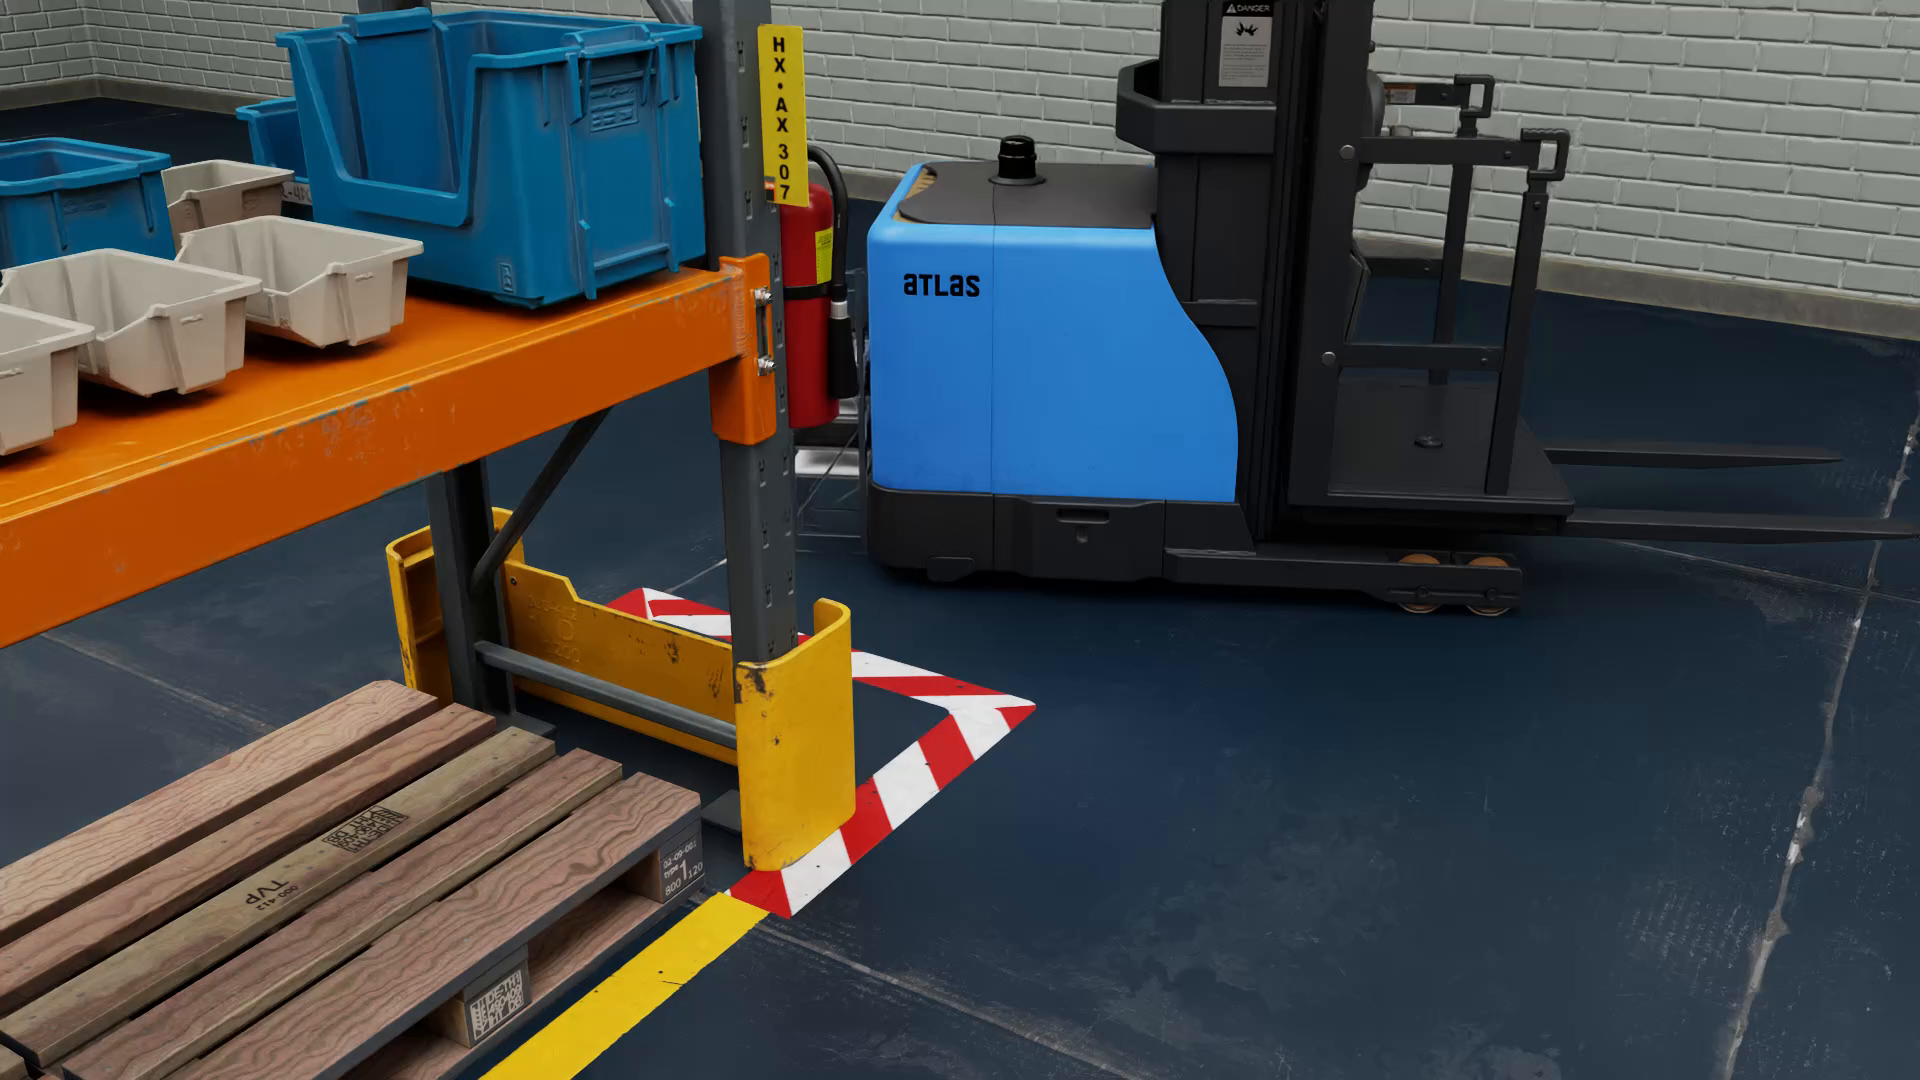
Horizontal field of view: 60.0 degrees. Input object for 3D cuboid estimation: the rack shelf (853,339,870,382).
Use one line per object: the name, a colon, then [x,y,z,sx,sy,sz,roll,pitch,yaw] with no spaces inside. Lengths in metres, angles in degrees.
rack shelf: [-0.393,-0.547,5.012,0.258,0.077,0.200,2,24,5]

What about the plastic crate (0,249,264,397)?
plastic crate: [-1.244,-0.318,2.466,0.396,0.136,0.243,14,27,29]

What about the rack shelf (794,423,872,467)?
rack shelf: [-0.393,-0.299,5.119,0.258,0.077,0.200,2,24,5]

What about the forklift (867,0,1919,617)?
forklift: [1.279,-1.349,4.678,3.031,2.935,1.130,2,24,5]

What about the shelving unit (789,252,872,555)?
shelving unit: [-0.393,-0.413,5.070,0.258,0.900,0.210,2,24,5]

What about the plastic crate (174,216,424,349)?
plastic crate: [-1.079,-0.413,2.685,0.396,0.136,0.243,14,27,29]

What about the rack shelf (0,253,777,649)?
rack shelf: [-1.858,0.186,1.951,1.077,0.370,4.000,14,27,29]

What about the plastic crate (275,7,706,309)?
plastic crate: [-0.821,-0.711,2.997,0.616,0.435,0.499,14,27,29]

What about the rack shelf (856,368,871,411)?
rack shelf: [-0.393,-0.465,5.047,0.258,0.077,0.200,2,24,5]

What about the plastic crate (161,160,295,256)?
plastic crate: [-1.452,-0.621,3.165,0.250,0.136,0.298,14,27,29]

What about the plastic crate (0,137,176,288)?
plastic crate: [-1.560,-0.534,2.843,0.416,0.233,0.300,14,27,29]

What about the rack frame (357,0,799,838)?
rack frame: [-0.803,-0.820,3.368,1.000,3.000,0.127,14,27,29]

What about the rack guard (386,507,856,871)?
rack guard: [-0.801,0.317,3.889,1.175,0.500,0.348,14,27,29]

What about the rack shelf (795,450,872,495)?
rack shelf: [-0.393,-0.217,5.155,0.258,0.077,0.200,2,24,5]

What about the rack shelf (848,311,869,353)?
rack shelf: [-0.393,-0.630,4.976,0.258,0.077,0.200,2,24,5]

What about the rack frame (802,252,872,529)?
rack frame: [-0.383,-0.453,5.163,0.240,0.900,0.006,2,24,5]

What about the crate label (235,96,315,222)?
crate label: [-1.213,-0.756,3.356,0.416,0.233,0.303,14,27,29]

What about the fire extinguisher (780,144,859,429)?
fire extinguisher: [-0.337,-0.569,3.355,0.296,0.674,0.183,14,27,29]

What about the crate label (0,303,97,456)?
crate label: [-1.370,-0.219,2.237,0.396,0.136,0.243,14,27,29]

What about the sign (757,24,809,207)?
sign: [-0.327,-0.785,3.082,0.100,0.325,0.005,14,27,29]

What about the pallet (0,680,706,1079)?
pallet: [-1.271,0.730,3.297,1.003,0.211,1.213,14,27,29]

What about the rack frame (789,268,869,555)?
rack frame: [-0.403,-0.372,4.977,0.240,0.900,0.006,2,24,5]

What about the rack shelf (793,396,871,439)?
rack shelf: [-0.393,-0.382,5.083,0.258,0.077,0.200,2,24,5]
